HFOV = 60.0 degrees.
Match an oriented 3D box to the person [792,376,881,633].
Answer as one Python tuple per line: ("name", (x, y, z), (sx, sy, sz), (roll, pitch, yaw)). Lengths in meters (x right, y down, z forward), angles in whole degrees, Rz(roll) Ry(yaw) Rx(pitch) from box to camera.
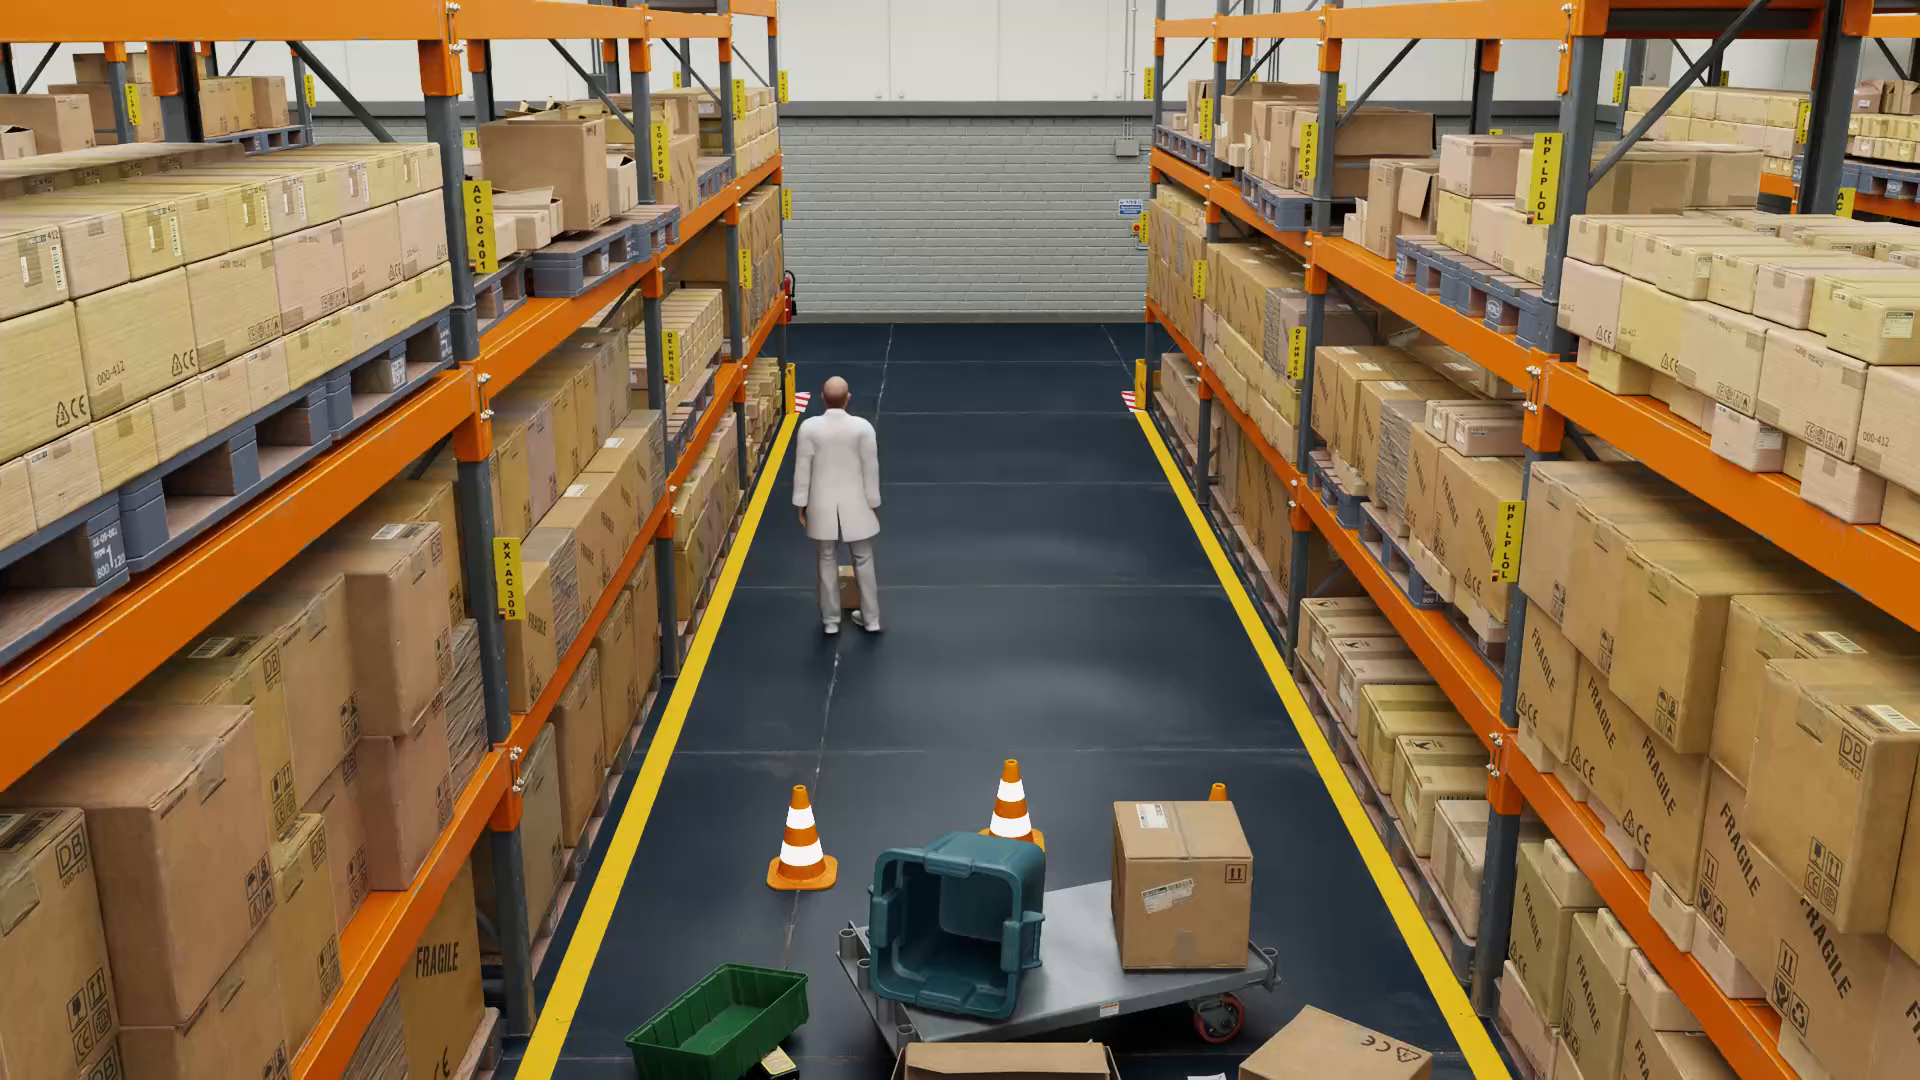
("person", (-0.840, -0.247, 11.374), (0.606, 1.789, 0.386), (0, 17, 0))
